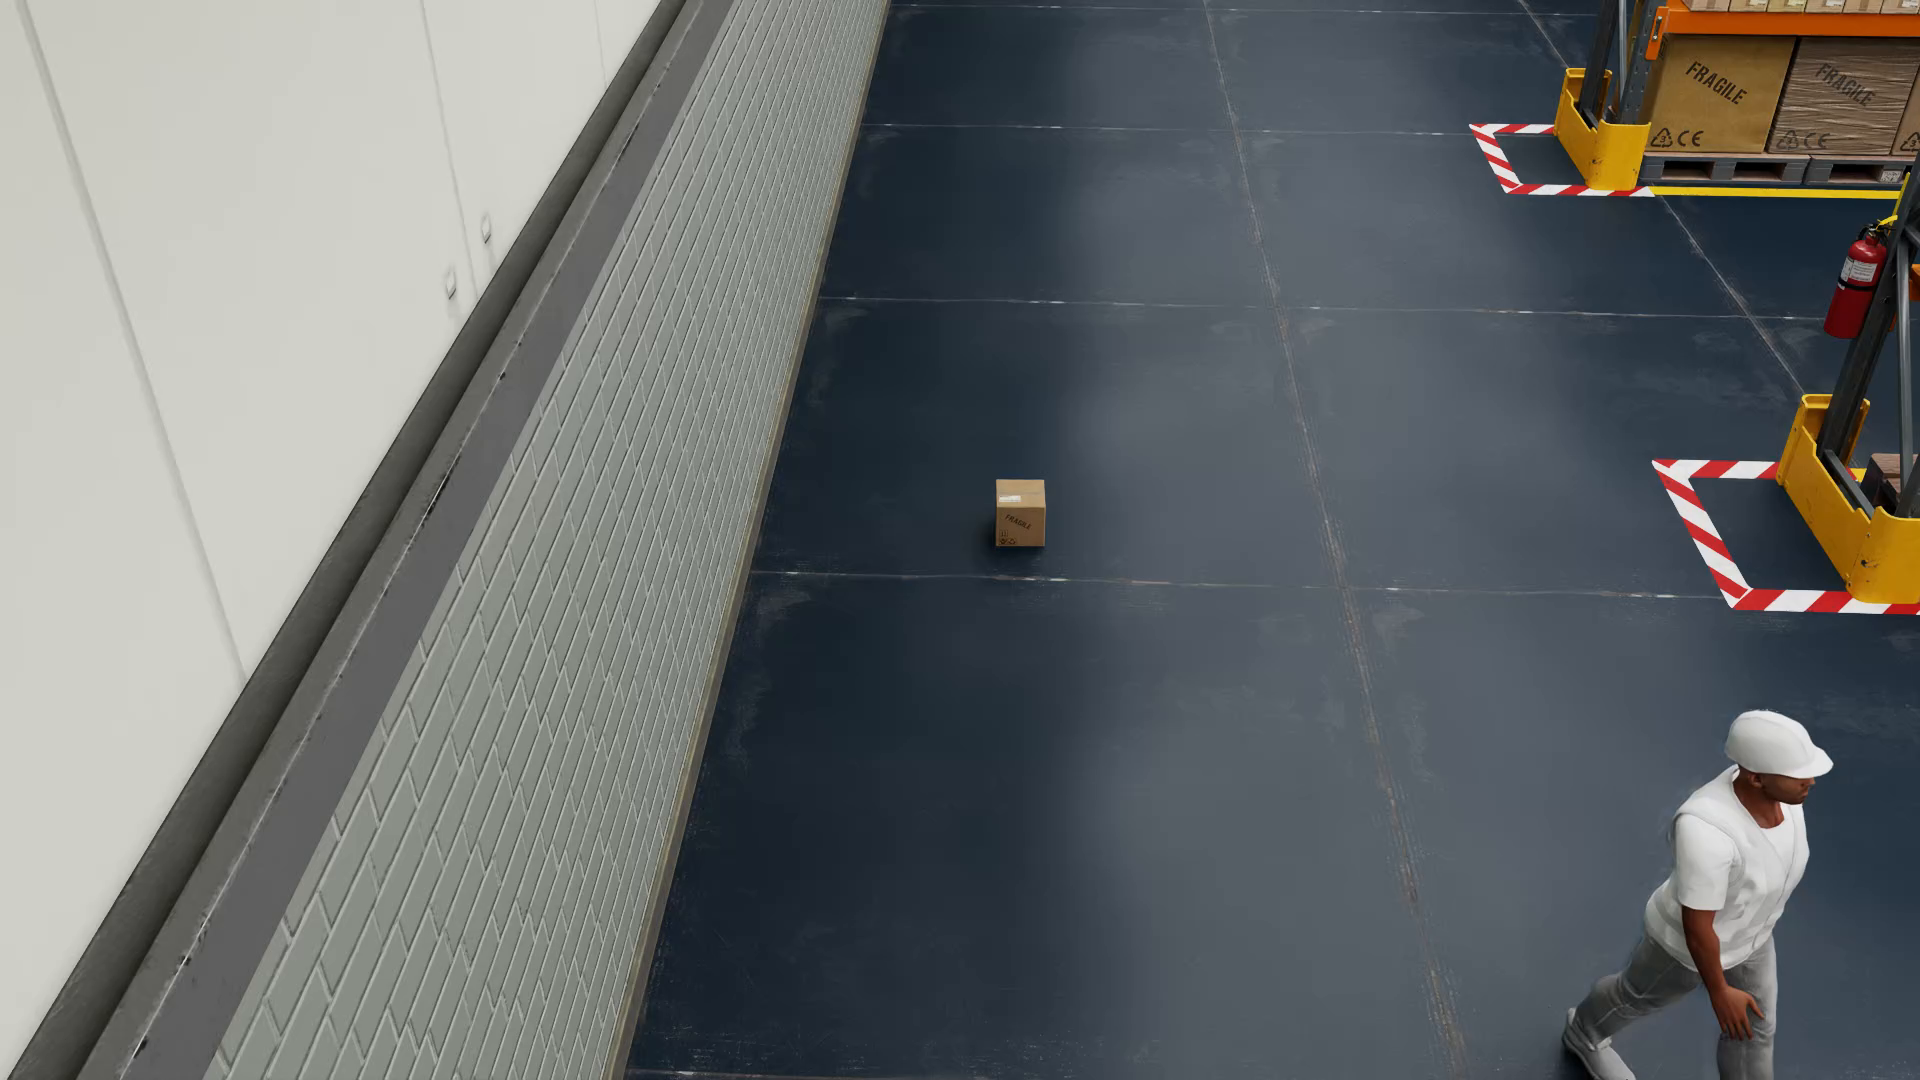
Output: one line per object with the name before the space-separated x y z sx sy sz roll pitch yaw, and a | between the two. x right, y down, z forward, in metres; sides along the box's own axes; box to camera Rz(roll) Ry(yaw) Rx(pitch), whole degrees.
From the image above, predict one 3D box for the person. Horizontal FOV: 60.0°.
person | 2.460 1.298 5.261 0.565 1.745 0.906 -21 41 -27
